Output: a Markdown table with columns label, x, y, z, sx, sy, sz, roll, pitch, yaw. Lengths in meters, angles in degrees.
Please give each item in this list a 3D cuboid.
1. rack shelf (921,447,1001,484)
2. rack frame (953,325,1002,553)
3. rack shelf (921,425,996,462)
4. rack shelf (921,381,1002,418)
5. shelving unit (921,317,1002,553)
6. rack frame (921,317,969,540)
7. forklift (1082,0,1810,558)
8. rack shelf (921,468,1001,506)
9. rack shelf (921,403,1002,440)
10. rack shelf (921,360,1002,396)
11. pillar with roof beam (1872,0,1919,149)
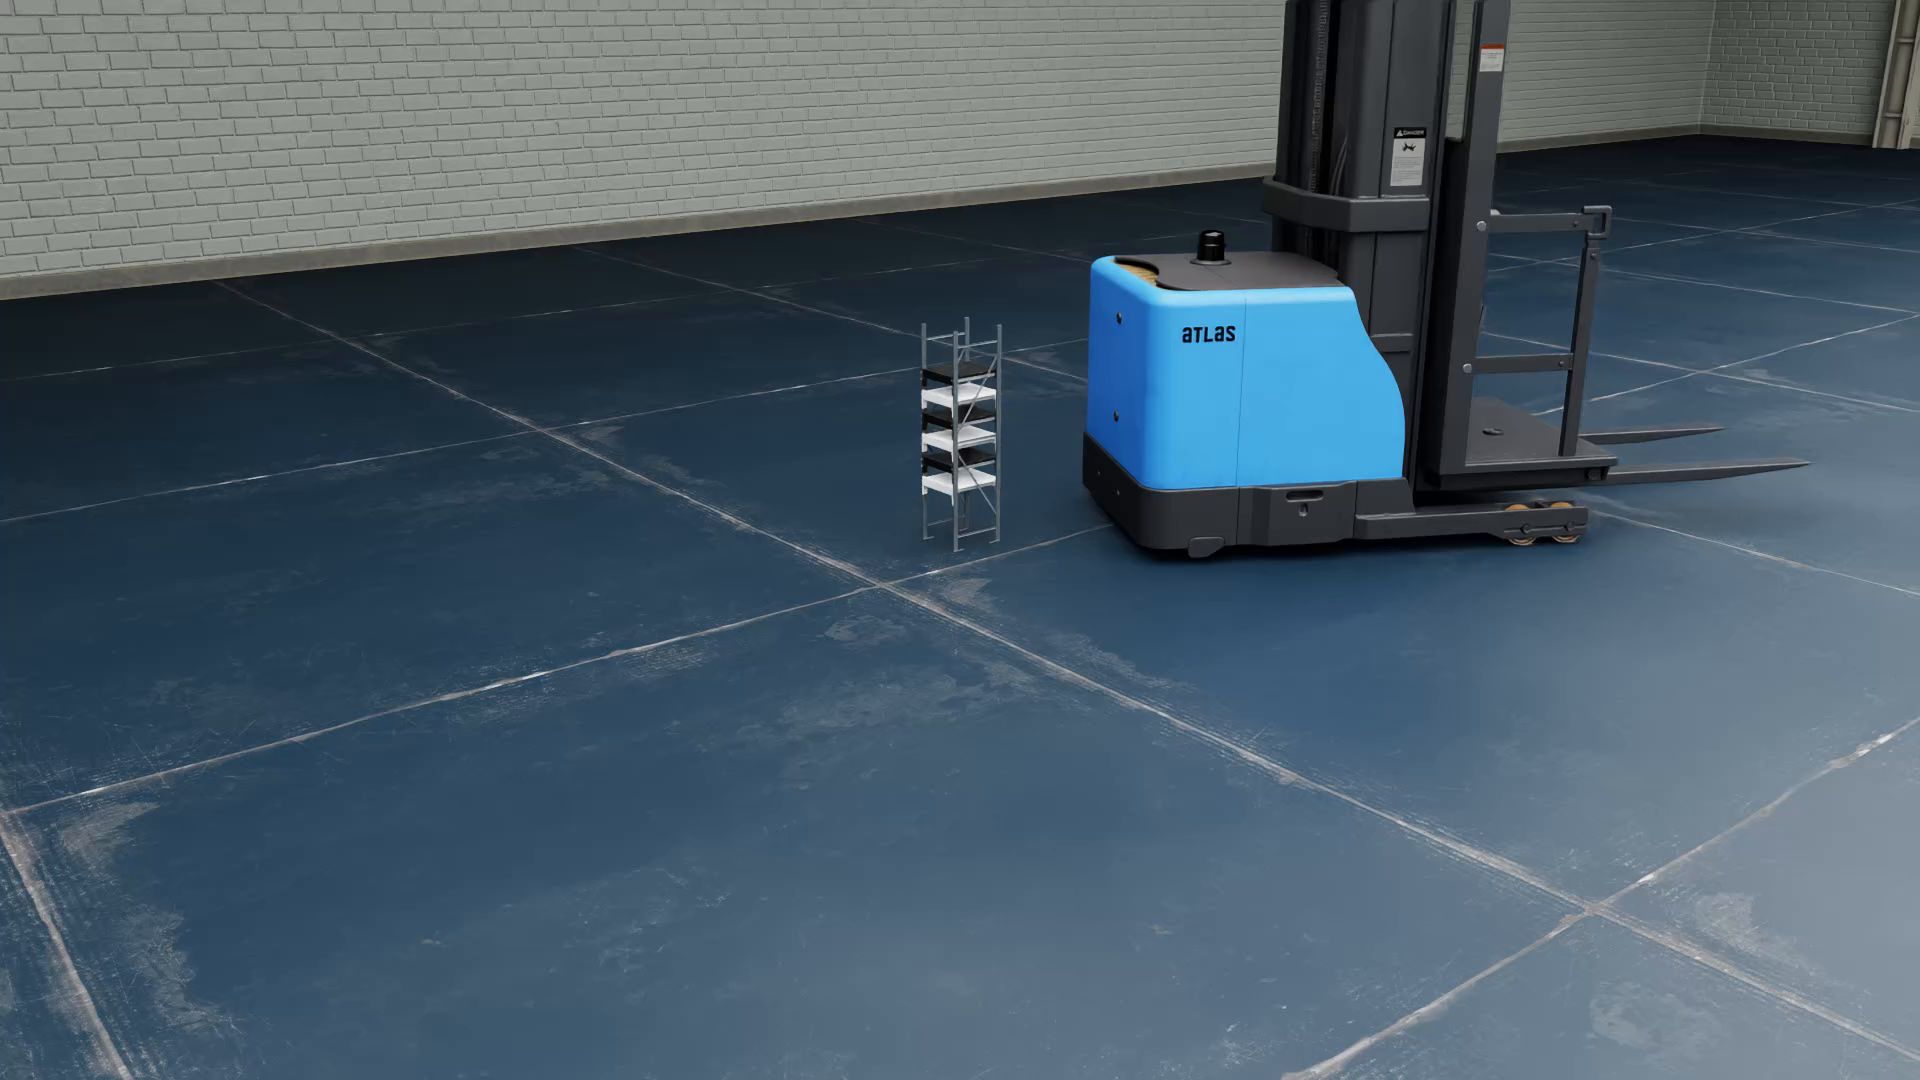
| label | x | y | z | sx | sy | sz | roll | pitch | yaw |
| --- | --- | --- | --- | --- | --- | --- | --- | --- | --- |
| rack shelf | 0.005 | -0.308 | 6.754 | 0.258 | 0.077 | 0.200 | -14 | 23 | -36 |
| rack frame | 0.068 | -0.400 | 6.639 | 0.240 | 0.900 | 0.006 | -14 | 23 | -36 |
| rack shelf | 0.005 | -0.394 | 6.725 | 0.258 | 0.077 | 0.200 | -14 | 23 | -36 |
| rack shelf | 0.005 | -0.564 | 6.669 | 0.258 | 0.077 | 0.200 | -14 | 23 | -36 |
| shelving unit | 0.005 | -0.425 | 6.715 | 0.258 | 0.900 | 0.210 | -14 | 23 | -36 |
| rack frame | -0.058 | -0.450 | 6.791 | 0.240 | 0.900 | 0.006 | -14 | 23 | -36 |
| forklift | 2.112 | -1.527 | 6.813 | 3.031 | 2.935 | 1.130 | -3 | 19 | -10 |
| rack shelf | 0.005 | -0.223 | 6.782 | 0.258 | 0.077 | 0.200 | -14 | 23 | -36 |
| rack shelf | 0.005 | -0.479 | 6.697 | 0.258 | 0.077 | 0.200 | -14 | 23 | -36 |
| rack shelf | 0.005 | -0.650 | 6.641 | 0.258 | 0.077 | 0.200 | -14 | 23 | -36 |
| pillar with roof beam | 9.989 | -9.066 | 19.925 | 9.100 | 9.000 | 0.400 | -14 | 23 | -36 |
